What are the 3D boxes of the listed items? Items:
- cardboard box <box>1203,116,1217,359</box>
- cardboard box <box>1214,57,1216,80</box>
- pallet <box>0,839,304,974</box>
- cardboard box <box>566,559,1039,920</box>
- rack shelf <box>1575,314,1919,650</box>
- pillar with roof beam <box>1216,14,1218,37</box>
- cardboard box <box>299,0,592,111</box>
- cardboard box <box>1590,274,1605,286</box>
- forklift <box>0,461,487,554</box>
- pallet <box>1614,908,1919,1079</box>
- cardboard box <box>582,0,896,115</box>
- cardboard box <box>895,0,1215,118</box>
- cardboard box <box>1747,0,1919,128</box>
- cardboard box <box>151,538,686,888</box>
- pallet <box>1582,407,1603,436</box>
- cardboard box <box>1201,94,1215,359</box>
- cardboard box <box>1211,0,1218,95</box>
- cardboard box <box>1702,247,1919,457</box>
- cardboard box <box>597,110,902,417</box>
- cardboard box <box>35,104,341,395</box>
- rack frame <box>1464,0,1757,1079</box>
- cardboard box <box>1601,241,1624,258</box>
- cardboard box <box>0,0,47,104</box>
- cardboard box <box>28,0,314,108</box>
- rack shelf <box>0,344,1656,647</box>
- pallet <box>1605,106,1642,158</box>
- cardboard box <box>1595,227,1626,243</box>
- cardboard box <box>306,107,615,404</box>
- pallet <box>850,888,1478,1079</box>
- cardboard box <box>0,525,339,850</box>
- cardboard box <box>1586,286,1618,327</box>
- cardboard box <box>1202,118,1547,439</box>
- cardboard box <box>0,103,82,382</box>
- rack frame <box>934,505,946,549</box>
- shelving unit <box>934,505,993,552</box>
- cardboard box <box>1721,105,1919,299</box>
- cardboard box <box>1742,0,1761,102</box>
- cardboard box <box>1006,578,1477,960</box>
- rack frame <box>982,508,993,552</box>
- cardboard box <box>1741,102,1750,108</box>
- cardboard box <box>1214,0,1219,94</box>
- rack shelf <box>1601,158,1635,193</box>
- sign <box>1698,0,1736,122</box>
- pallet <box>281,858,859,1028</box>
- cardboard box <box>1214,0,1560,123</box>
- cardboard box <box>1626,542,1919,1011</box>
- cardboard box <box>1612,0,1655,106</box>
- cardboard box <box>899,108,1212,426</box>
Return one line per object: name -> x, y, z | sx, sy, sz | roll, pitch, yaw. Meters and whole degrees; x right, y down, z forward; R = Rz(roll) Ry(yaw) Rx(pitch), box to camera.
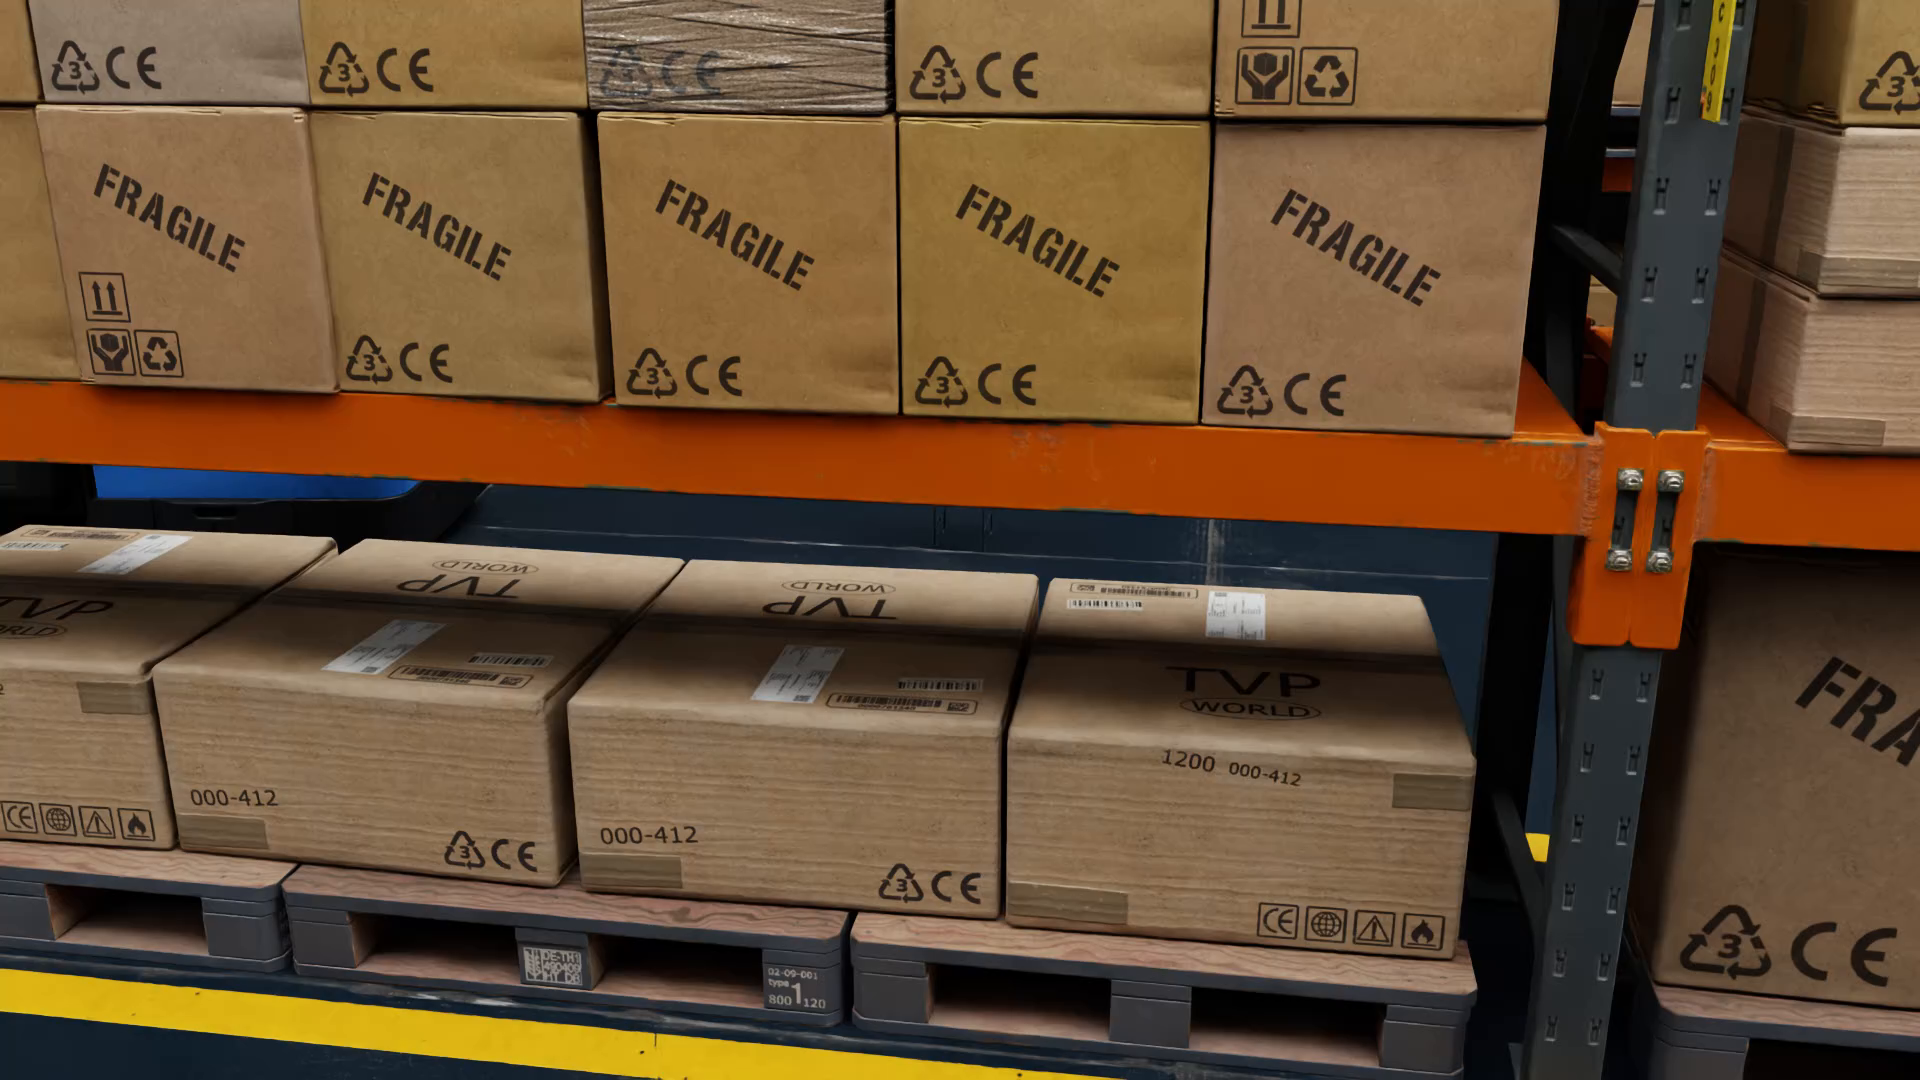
cardboard box -> 0.767, -0.652, 3.367 | 0.500, 0.500, 0.500 | 4, 19, 10
cardboard box -> 0.934, -2.094, 7.602 | 0.500, 0.250, 0.500 | 3, 19, 9
pallet -> -1.959, 0.638, 4.064 | 1.213, 0.211, 1.003 | 3, 19, 9
cardboard box -> -0.298, 0.407, 3.736 | 0.875, 0.438, 0.875 | 2, 19, 7
rack shelf -> 3.163, -0.057, 2.880 | 4.000, 0.370, 1.077 | 3, 19, 9
pillar with roof beam -> 0.745, -3.868, 3.681 | 0.400, 9.000, 9.100 | 3, 19, 9
cardboard box -> -0.818, -1.036, 2.940 | 0.500, 0.500, 0.500 | 3, 19, 9
cardboard box -> 2.825, -1.275, 7.642 | 0.250, 0.149, 0.380 | 2, 19, 6
forklift -> -3.431, -1.404, 5.880 | 3.031, 2.935, 1.130 | 0, 19, 1
pallet -> 1.963, 0.839, 3.464 | 1.213, 0.211, 1.003 | 3, 19, 9
cardboard box -> -0.325, -1.009, 2.857 | 0.500, 0.500, 0.500 | 3, 19, 9
cardboard box -> 0.179, -0.986, 2.789 | 0.500, 0.500, 0.500 | 3, 19, 8
cardboard box -> 1.578, -0.908, 2.557 | 0.500, 0.500, 0.500 | 3, 19, 9
cardboard box -> -1.188, 0.361, 3.873 | 0.875, 0.438, 0.875 | 3, 19, 10
pallet -> 2.781, -0.703, 8.071 | 1.213, 0.211, 1.003 | 3, 19, 9
cardboard box -> 0.271, -0.679, 3.446 | 0.500, 0.500, 0.500 | 3, 19, 9
cardboard box -> 0.259, -1.148, 3.273 | 0.500, 0.500, 0.500 | 3, 19, 8
cardboard box -> 1.581, -0.323, 2.778 | 0.500, 0.250, 0.500 | 2, 19, 7
cardboard box -> -0.317, -0.535, 3.016 | 0.500, 0.500, 0.500 | 3, 19, 8
cardboard box -> -1.329, -0.586, 3.169 | 0.500, 0.500, 0.500 | 3, 19, 8
rack frame -> 1.189, -0.499, 3.067 | 0.127, 3.000, 1.000 | 3, 19, 9
cardboard box -> 3.098, -1.266, 7.614 | 0.250, 0.149, 0.380 | 3, 19, 8
cardboard box -> -1.821, -1.085, 3.084 | 0.500, 0.500, 0.500 | 2, 19, 7
cardboard box -> -1.311, -1.061, 3.014 | 0.500, 0.500, 0.500 | 3, 19, 8
rack shelf -> -0.786, -0.258, 3.482 | 4.000, 0.370, 1.077 | 3, 19, 9
pallet -> 2.744, -1.889, 7.523 | 1.213, 0.211, 1.003 | 3, 19, 9
cardboard box -> 3.140, -1.422, 8.080 | 0.250, 0.149, 0.380 | 2, 19, 6
cardboard box -> -0.832, -0.566, 3.109 | 0.500, 0.500, 0.500 | 4, 19, 10
pallet -> 0.450, 0.761, 3.697 | 1.213, 0.211, 1.003 | 3, 19, 9
cardboard box -> -2.093, 0.317, 4.003 | 0.875, 0.438, 0.875 | 2, 19, 7
cardboard box -> 2.942, -0.949, 7.691 | 0.500, 0.500, 0.500 | 3, 19, 8
cardboard box -> 0.690, -0.490, 2.882 | 0.500, 0.500, 0.500 | 3, 19, 9
cardboard box -> -1.828, -0.617, 3.262 | 0.500, 0.500, 0.500 | 3, 19, 8
rack frame -> -0.076, -0.573, 6.124 | 0.006, 1.200, 0.240 | 3, 19, 9
shelving unit -> 0.014, -0.568, 6.111 | 0.189, 1.200, 0.258 | 3, 19, 9
cardboard box -> 1.578, -0.554, 2.681 | 0.500, 0.250, 0.500 | 2, 19, 7
cardboard box -> 1.670, -1.077, 3.060 | 0.500, 0.500, 0.500 | 4, 19, 10
cardboard box -> 0.586, 0.452, 3.602 | 0.875, 0.438, 0.875 | 3, 19, 8
rack frame -> 0.105, -0.564, 6.097 | 0.006, 1.200, 0.240 | 3, 19, 9
cardboard box -> 1.663, -0.719, 3.173 | 0.500, 0.250, 0.500 | 3, 19, 9
cardboard box -> 0.757, -1.120, 3.191 | 0.500, 0.500, 0.500 | 3, 19, 9
rack shelf -> 3.947, -1.612, 7.529 | 4.000, 0.370, 1.077 | 3, 19, 9
sign -> 1.102, -0.773, 2.397 | 0.005, 0.325, 0.100 | 3, 19, 9
pallet -> -0.758, 0.700, 3.878 | 1.213, 0.211, 1.003 | 3, 19, 9
cardboard box -> 0.679, -0.958, 2.705 | 0.500, 0.500, 0.500 | 3, 19, 8
cardboard box -> 1.814, 0.316, 3.319 | 0.875, 0.875, 0.875 | 4, 19, 10
cardboard box -> 2.926, -2.180, 7.273 | 0.500, 0.500, 0.700 | 3, 19, 9
cardboard box -> 0.181, -0.514, 2.954 | 0.500, 0.500, 0.500 | 2, 19, 7
